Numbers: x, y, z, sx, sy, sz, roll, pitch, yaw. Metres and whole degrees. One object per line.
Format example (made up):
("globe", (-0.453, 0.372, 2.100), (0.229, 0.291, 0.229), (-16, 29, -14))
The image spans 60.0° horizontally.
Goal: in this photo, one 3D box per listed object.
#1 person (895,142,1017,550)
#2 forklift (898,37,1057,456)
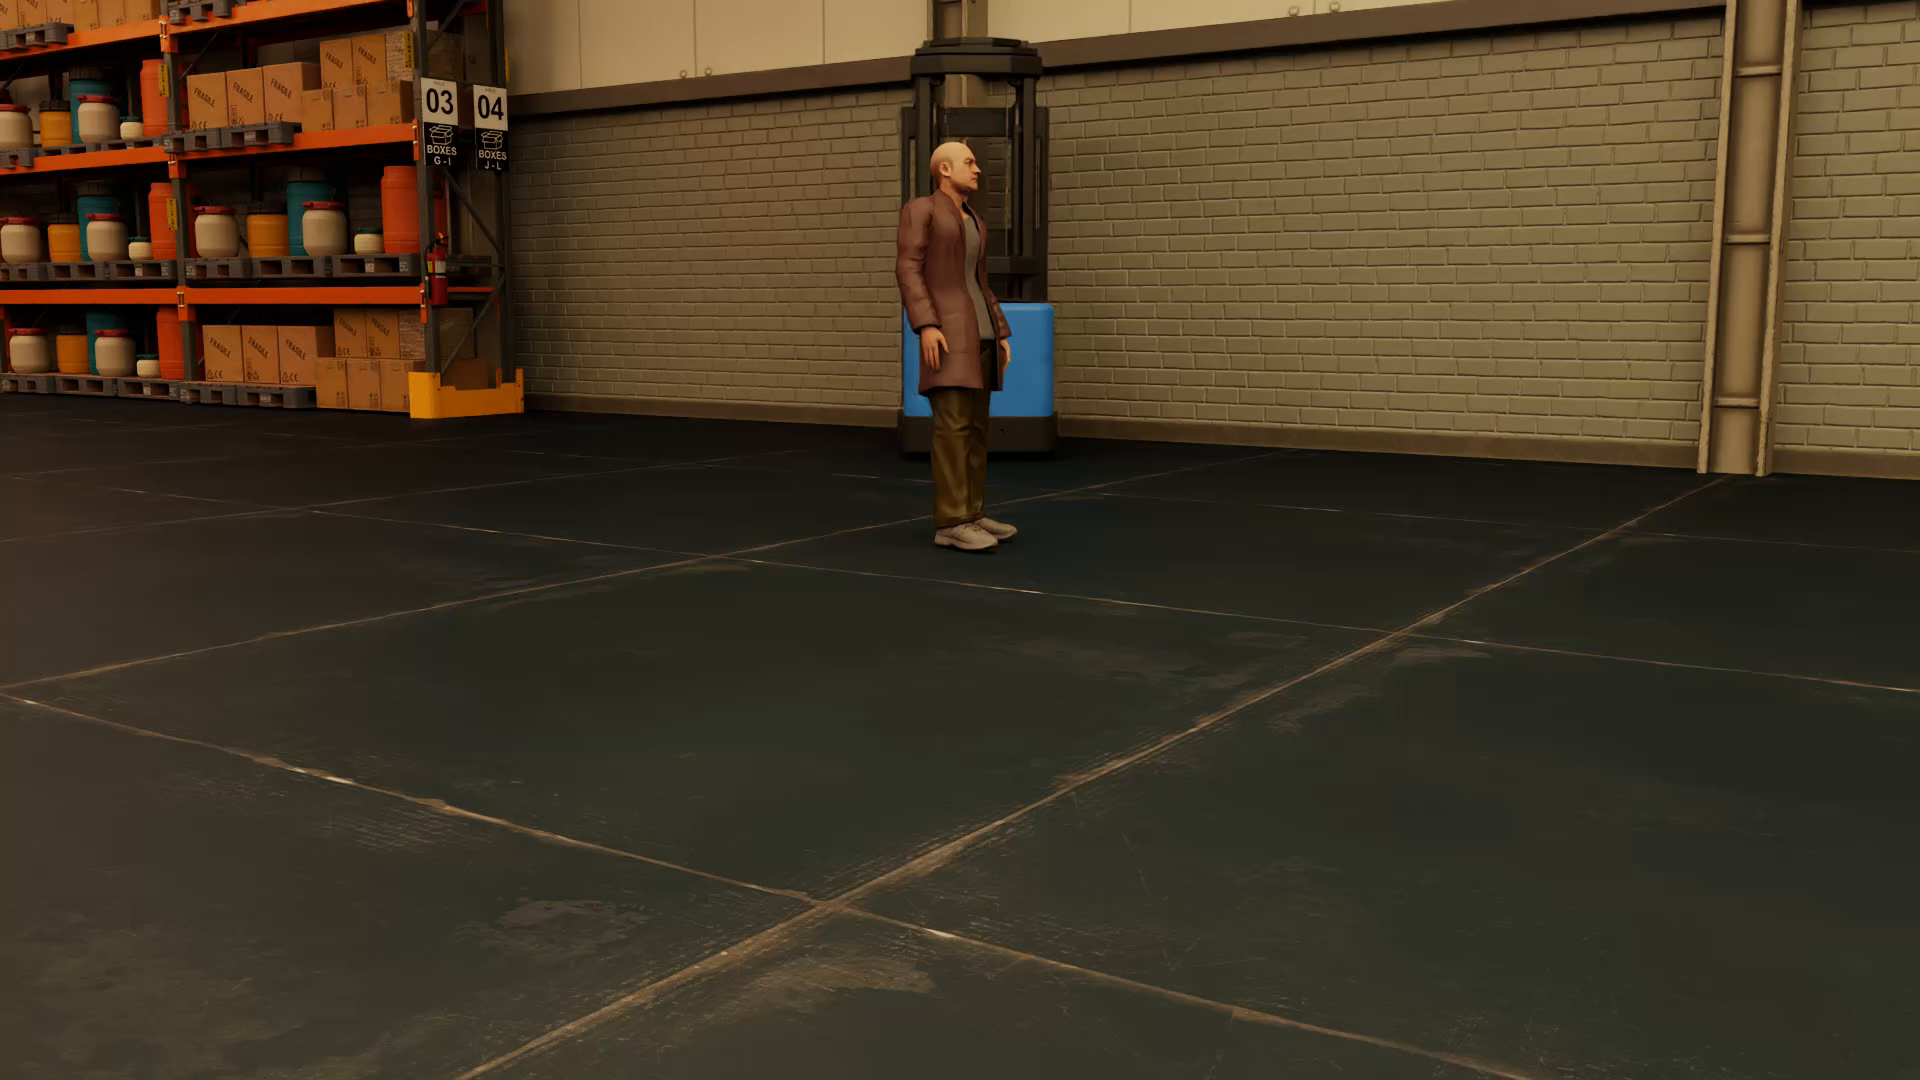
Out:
("person", (0.072, -0.879, 7.423), (0.582, 1.775, 0.696), (5, 10, 34))
("forklift", (0.105, -2.190, 12.597), (1.130, 2.935, 3.031), (0, 8, -1))
